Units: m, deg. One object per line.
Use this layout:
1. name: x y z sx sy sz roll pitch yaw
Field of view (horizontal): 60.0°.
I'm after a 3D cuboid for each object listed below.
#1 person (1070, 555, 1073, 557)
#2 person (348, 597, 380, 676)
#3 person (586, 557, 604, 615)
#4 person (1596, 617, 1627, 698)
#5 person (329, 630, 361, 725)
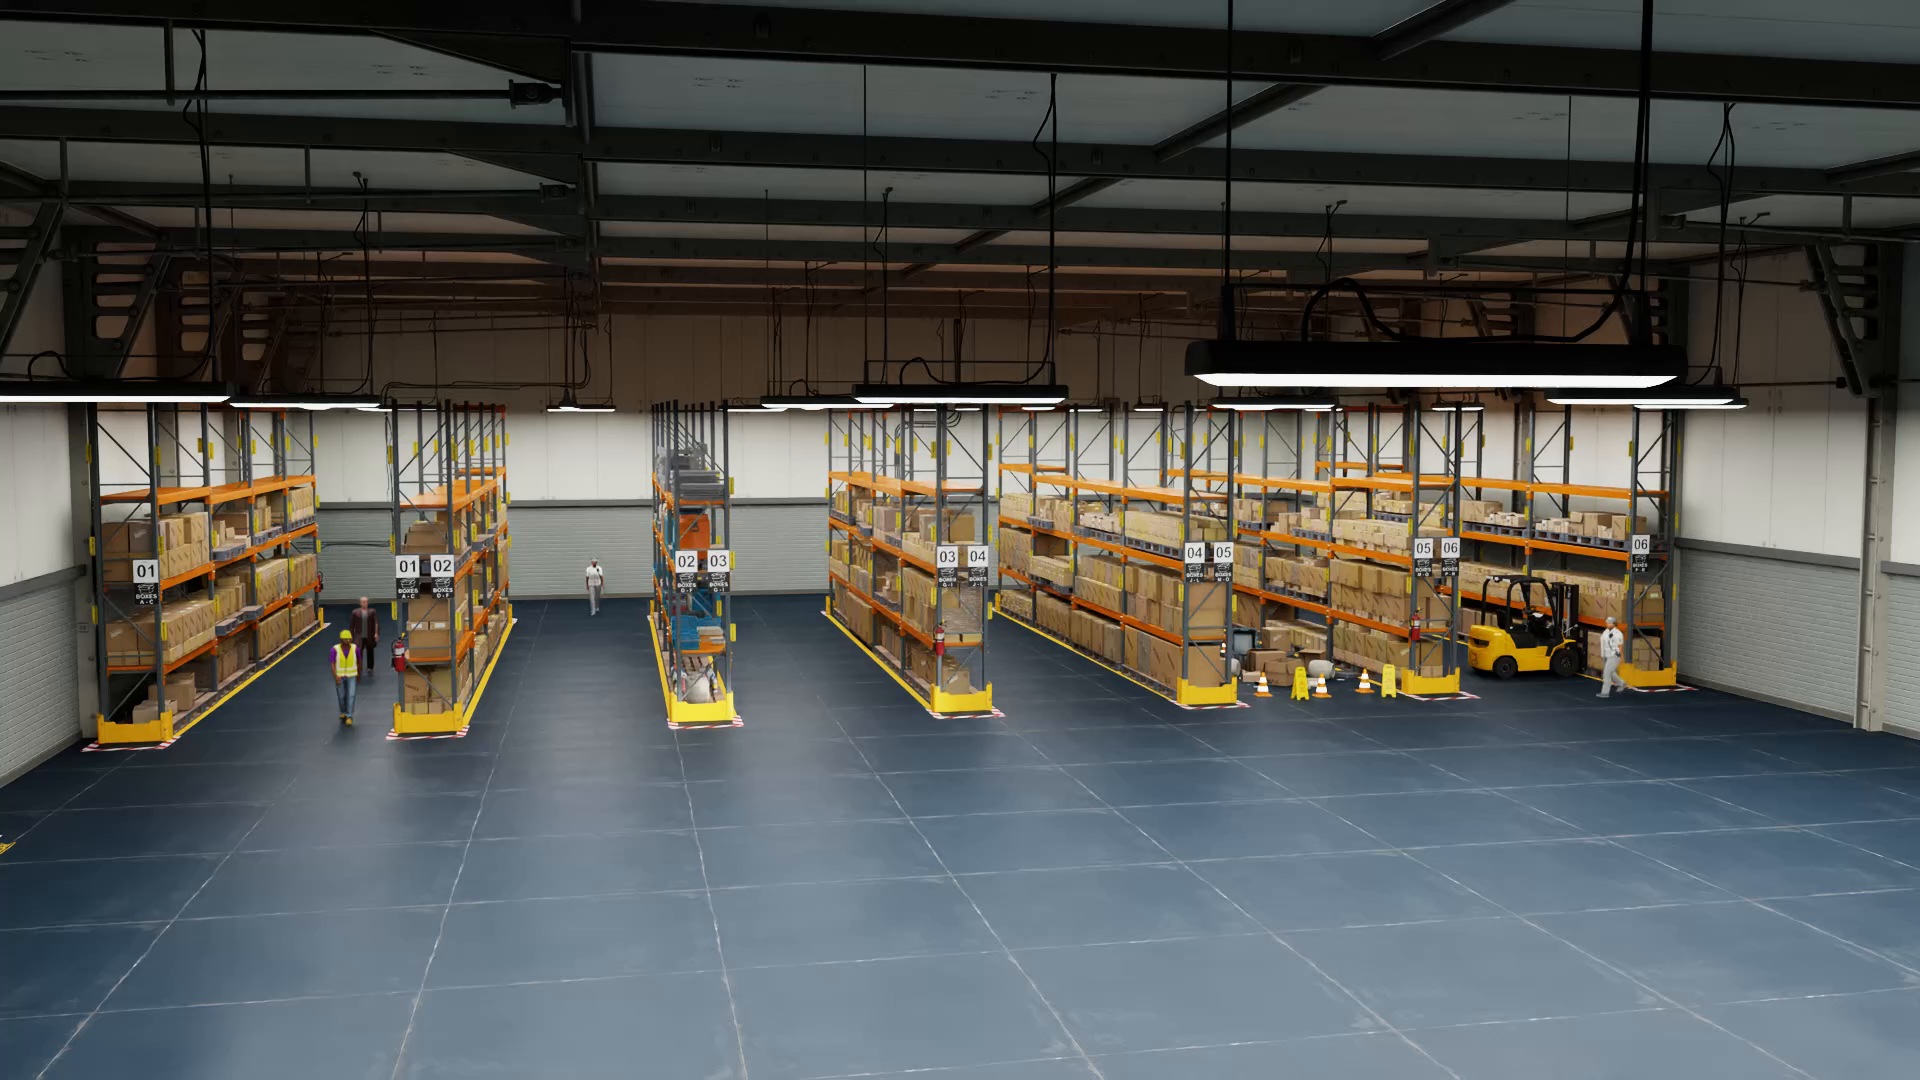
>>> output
1. person: 3.417 0.977 51.861 0.887 1.647 0.467 -4 6 -40
2. person: -13.011 2.100 36.273 0.678 1.717 1.112 -1 4 -17
3. person: -10.479 1.296 47.721 0.505 1.625 1.021 -1 4 -15
4. person: 13.245 2.363 33.706 0.921 1.616 0.478 -2 5 -21
5. person: -11.394 2.526 30.856 0.562 1.708 0.974 -2 5 -22
